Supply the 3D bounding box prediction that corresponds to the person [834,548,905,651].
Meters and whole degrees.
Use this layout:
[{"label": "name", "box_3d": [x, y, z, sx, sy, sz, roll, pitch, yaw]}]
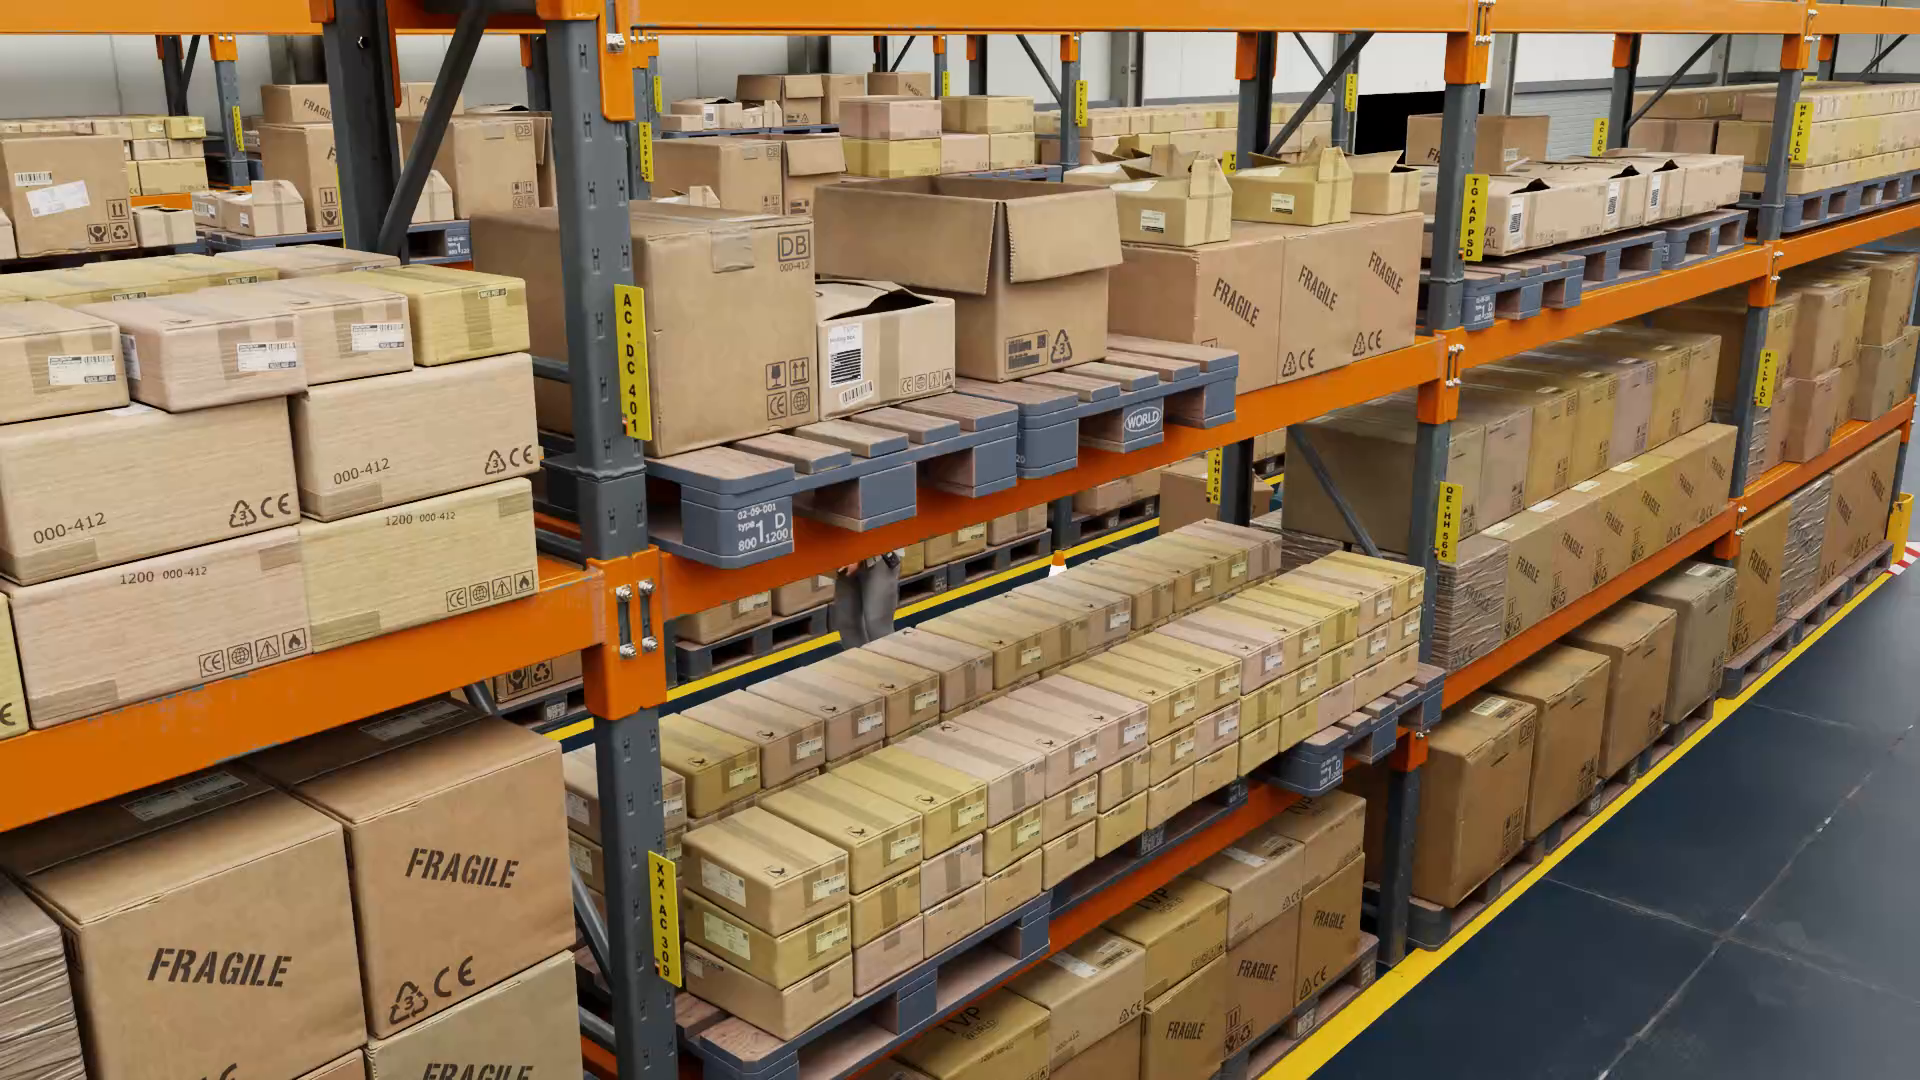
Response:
[{"label": "person", "box_3d": [-0.604, 0.144, 10.027, 0.494, 1.766, 0.569, 15, 22, 41]}]
